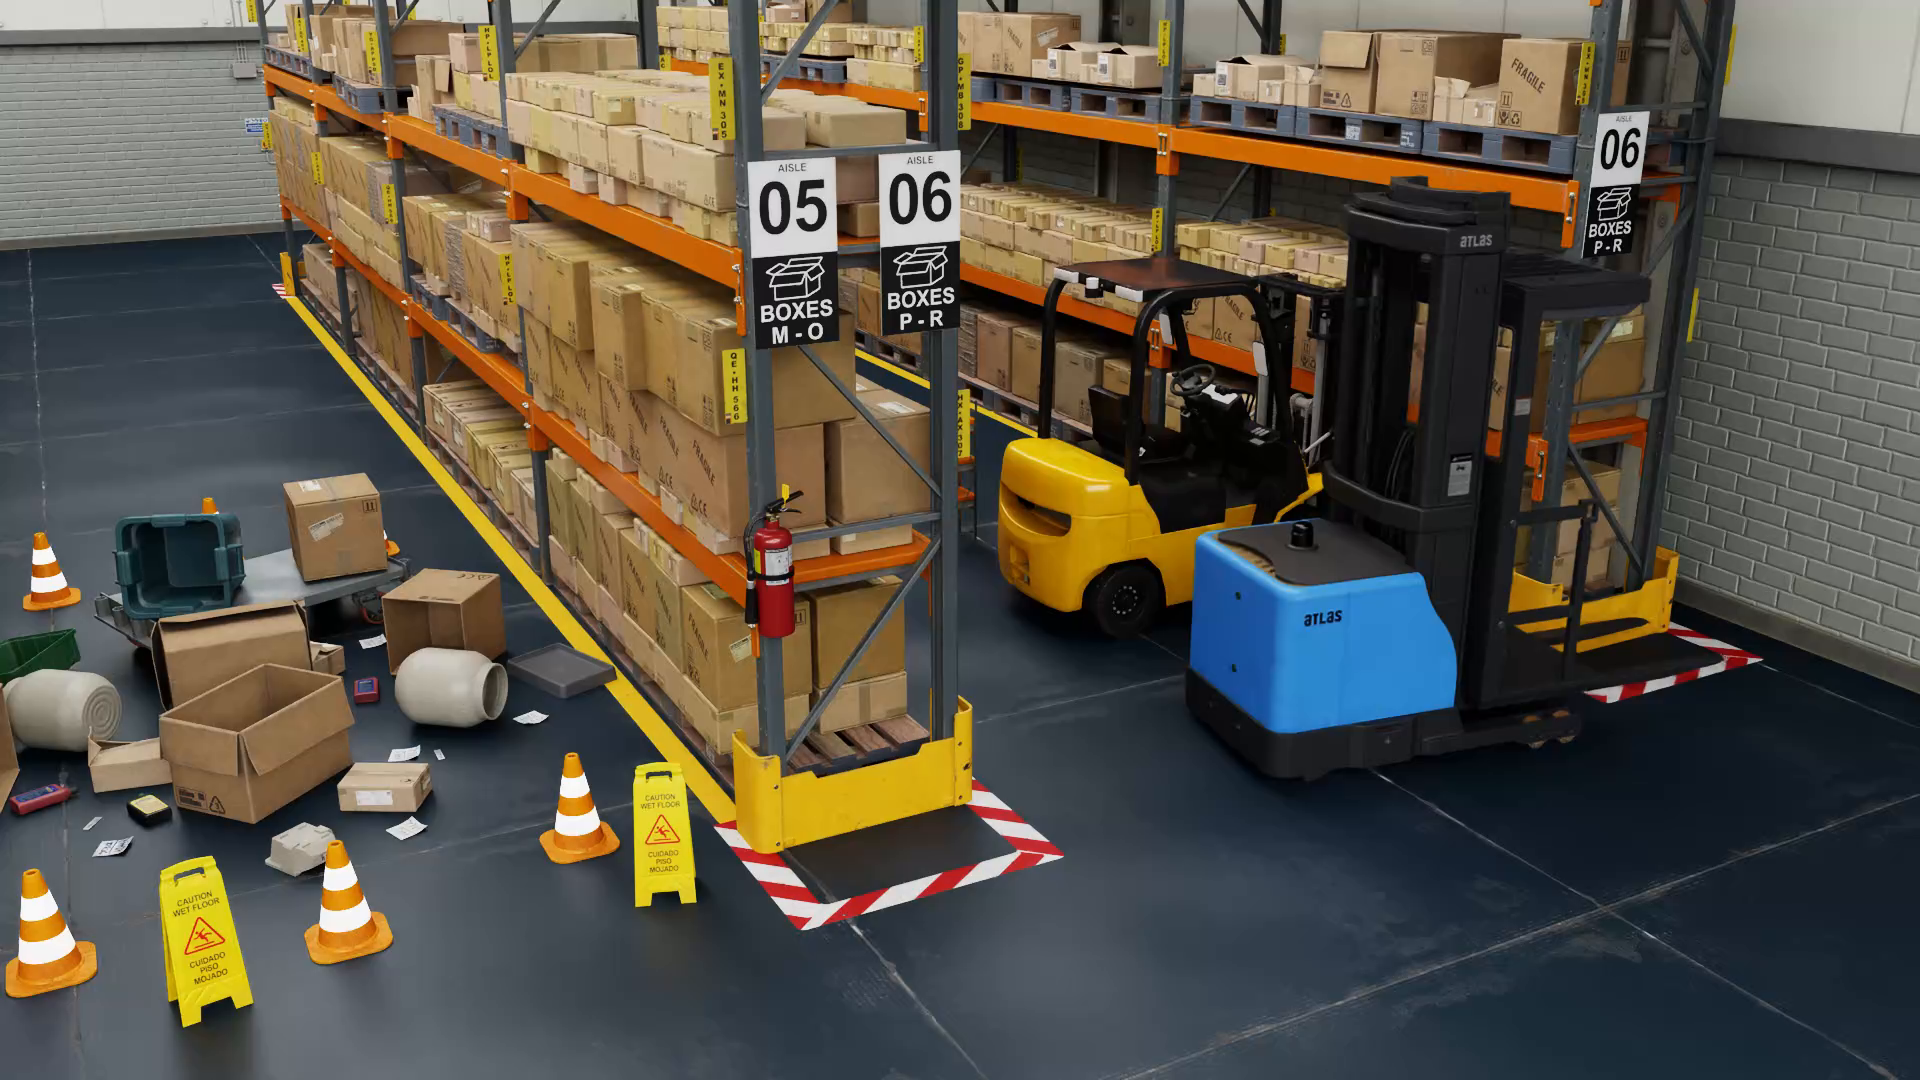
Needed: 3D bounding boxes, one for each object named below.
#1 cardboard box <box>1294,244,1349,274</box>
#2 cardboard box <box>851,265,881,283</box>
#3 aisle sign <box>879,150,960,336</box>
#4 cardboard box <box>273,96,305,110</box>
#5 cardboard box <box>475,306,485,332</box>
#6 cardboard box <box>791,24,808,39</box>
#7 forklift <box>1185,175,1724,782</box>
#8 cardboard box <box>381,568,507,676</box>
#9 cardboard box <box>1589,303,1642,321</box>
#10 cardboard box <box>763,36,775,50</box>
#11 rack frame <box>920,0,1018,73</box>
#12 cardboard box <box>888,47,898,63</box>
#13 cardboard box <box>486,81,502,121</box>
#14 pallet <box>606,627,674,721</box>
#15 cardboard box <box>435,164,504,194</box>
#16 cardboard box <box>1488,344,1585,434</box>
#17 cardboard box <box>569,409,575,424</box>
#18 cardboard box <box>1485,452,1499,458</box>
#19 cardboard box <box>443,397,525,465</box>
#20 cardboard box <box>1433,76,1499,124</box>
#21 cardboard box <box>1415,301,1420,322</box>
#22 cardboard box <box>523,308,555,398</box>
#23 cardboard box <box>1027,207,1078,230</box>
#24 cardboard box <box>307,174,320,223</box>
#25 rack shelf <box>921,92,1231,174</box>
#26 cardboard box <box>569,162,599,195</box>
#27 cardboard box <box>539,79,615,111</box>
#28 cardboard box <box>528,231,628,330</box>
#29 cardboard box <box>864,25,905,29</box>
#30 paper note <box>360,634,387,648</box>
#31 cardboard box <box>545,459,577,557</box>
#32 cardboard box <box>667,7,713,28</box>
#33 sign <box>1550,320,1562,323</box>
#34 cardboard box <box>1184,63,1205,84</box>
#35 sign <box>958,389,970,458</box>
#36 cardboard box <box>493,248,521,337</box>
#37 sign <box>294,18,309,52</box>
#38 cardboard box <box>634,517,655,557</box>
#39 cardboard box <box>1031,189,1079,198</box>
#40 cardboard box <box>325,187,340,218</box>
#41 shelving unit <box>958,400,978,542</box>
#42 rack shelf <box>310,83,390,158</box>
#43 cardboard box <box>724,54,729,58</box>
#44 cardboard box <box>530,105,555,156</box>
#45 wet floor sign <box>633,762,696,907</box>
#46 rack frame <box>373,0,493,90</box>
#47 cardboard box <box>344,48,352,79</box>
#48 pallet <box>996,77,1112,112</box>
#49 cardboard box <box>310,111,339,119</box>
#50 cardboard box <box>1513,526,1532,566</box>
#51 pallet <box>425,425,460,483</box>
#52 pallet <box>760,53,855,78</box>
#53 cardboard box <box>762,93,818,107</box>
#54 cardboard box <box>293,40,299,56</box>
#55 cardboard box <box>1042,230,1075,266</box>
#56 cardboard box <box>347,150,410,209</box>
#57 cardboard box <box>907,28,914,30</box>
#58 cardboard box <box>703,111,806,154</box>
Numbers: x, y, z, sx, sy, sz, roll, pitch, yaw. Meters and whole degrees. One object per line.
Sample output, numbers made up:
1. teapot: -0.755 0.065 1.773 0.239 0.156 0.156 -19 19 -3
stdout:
1. cardboard box: 2.563 -1.966 11.625 0.380 0.149 0.250 -10 21 -27
2. cardboard box: -0.971 -2.925 18.205 0.380 0.149 0.250 -11 22 -29
3. aisle sign: -0.174 -1.307 7.335 0.394 0.787 0.004 -10 21 -27
4. cardboard box: -8.149 -5.323 20.278 0.380 0.149 0.250 -9 21 -26
5. cardboard box: -3.250 -1.600 11.912 0.380 0.149 0.250 -10 21 -26
6. cardboard box: -1.634 -5.580 18.237 0.380 0.149 0.250 -10 22 -28
7. forklift: 2.825 -0.430 8.885 3.031 2.935 1.130 -7 20 -19
8. cardboard box: -3.064 0.503 9.904 0.500 0.500 0.500 4 19 11
9. cardboard box: 3.919 -1.442 10.107 0.380 0.149 0.250 -10 22 -28
10. cardboard box: -2.016 -5.660 18.926 0.380 0.149 0.250 -10 21 -26
11. rack frame: 0.092 -5.950 15.580 1.000 3.000 0.127 -10 21 -27
12. cardboard box: -0.497 -4.871 16.670 0.380 0.149 0.250 -9 21 -25
13. cardboard box: -2.780 -2.887 10.887 0.500 0.250 0.500 -10 22 -28
14. pallet: -1.442 0.660 9.895 1.003 0.211 1.213 -10 21 -27
15. cardboard box: -4.294 -3.044 14.668 0.500 0.500 0.500 -11 22 -28
16. cardboard box: 3.426 -0.966 10.178 0.500 0.500 0.500 -11 22 -28
17. cardboard box: -2.189 -0.801 10.240 0.380 0.149 0.250 -10 21 -27
18. cardboard box: 3.589 -0.499 11.019 0.500 0.250 0.500 -10 21 -27
19. cardboard box: -3.658 -0.926 13.602 0.950 0.372 0.625 -10 22 -28
20. cardboard box: 3.110 -2.682 10.115 0.396 0.266 0.258 -10 21 -27
21. cardboard box: 2.987 -1.523 10.798 0.380 0.149 0.250 -11 22 -28
22. cardboard box: -2.412 -1.215 10.443 0.500 0.500 0.500 -10 21 -27
23. cardboard box: 0.807 -2.810 14.528 0.380 0.149 0.250 -11 22 -28
24. cardboard box: -6.869 -3.780 18.335 0.500 0.500 0.500 -11 22 -28
25. rack shelf: 1.042 -3.618 14.522 1.077 0.370 4.000 -10 21 -27
26. cardboard box: -1.908 -1.984 9.070 0.380 0.149 0.250 -10 22 -28
27. cardboard box: -2.145 -2.504 9.355 0.380 0.149 0.250 -10 21 -27
28. cardboard box: -2.134 -1.547 9.873 0.700 0.500 0.500 -10 21 -26
29. cardboard box: -0.808 -5.442 17.837 0.380 0.149 0.250 -9 21 -25
30. paper note: -3.625 0.624 10.277 0.148 0.019 0.142 -10 21 -27
31. cardboard box: -2.333 -0.238 10.645 0.500 0.500 0.500 -9 21 -24
32. cardboard box: -3.492 -6.820 21.705 0.500 0.250 0.500 -10 21 -27
33. sign: 3.407 -1.397 9.443 0.100 0.325 0.005 -10 21 -27
34. cardboard box: 1.761 -3.785 13.492 0.380 0.149 0.250 -10 21 -27
35. sign: 0.002 -0.541 7.774 0.100 0.325 0.005 -10 21 -27
36. cardboard box: -2.797 -1.680 11.147 0.500 0.500 0.500 -10 22 -28
37. sign: -6.662 -5.106 16.818 0.100 0.325 0.005 -10 21 -27
38. cardboard box: -1.559 -0.041 9.079 0.380 0.149 0.250 -9 21 -24
39. cardboard box: 0.894 -3.205 15.673 0.380 0.149 0.250 -10 22 -28
40. cardboard box: -6.213 -3.488 17.105 0.500 0.250 0.500 -11 22 -28
41. shelving unit: -0.025 -0.512 12.005 0.215 1.050 0.252 -10 21 -27
42. rack shelf: -5.224 -3.996 15.619 1.077 0.370 4.000 -10 21 -27
43. cardboard box: -2.685 -5.921 20.478 0.380 0.149 0.250 -9 21 -25
44. cardboard box: -2.154 -2.368 9.572 0.500 0.250 0.500 -10 21 -27
45. wet floor sign: -1.327 1.285 7.417 0.267 0.644 0.232 -3 19 -8
46. rack frame: -4.275 -5.180 13.348 1.000 3.000 0.127 -10 21 -27
47. cardboard box: -5.237 -4.238 14.780 0.396 0.266 0.258 -11 22 -28
48. pallet: 1.026 -3.941 14.646 1.003 0.211 1.213 -9 21 -24
49. cardboard box: -6.876 -4.594 18.165 0.380 0.149 0.250 -10 21 -27
50. cardboard box: 3.384 -0.044 10.466 0.500 0.250 0.500 -10 22 -27
51. pallet: -3.905 -0.802 14.131 1.003 0.211 1.213 -10 21 -27
52. pallet: -1.560 -5.394 18.853 1.213 0.211 1.003 -10 21 -27
53. cardboard box: -0.919 -2.149 8.324 0.380 0.149 0.250 -10 21 -27
54. cardboard box: -6.885 -5.247 17.729 0.380 0.149 0.250 -9 21 -25
55. cardboard box: 1.045 -2.527 14.320 0.500 0.250 0.500 -10 21 -26
56. cardboard box: -5.465 -3.408 15.724 0.500 0.500 0.500 -10 22 -28
57. cardboard box: -0.332 -5.230 17.254 0.380 0.149 0.250 -10 21 -27
58. cardboard box: -0.896 -1.775 7.242 0.380 0.149 0.250 -10 21 -26
